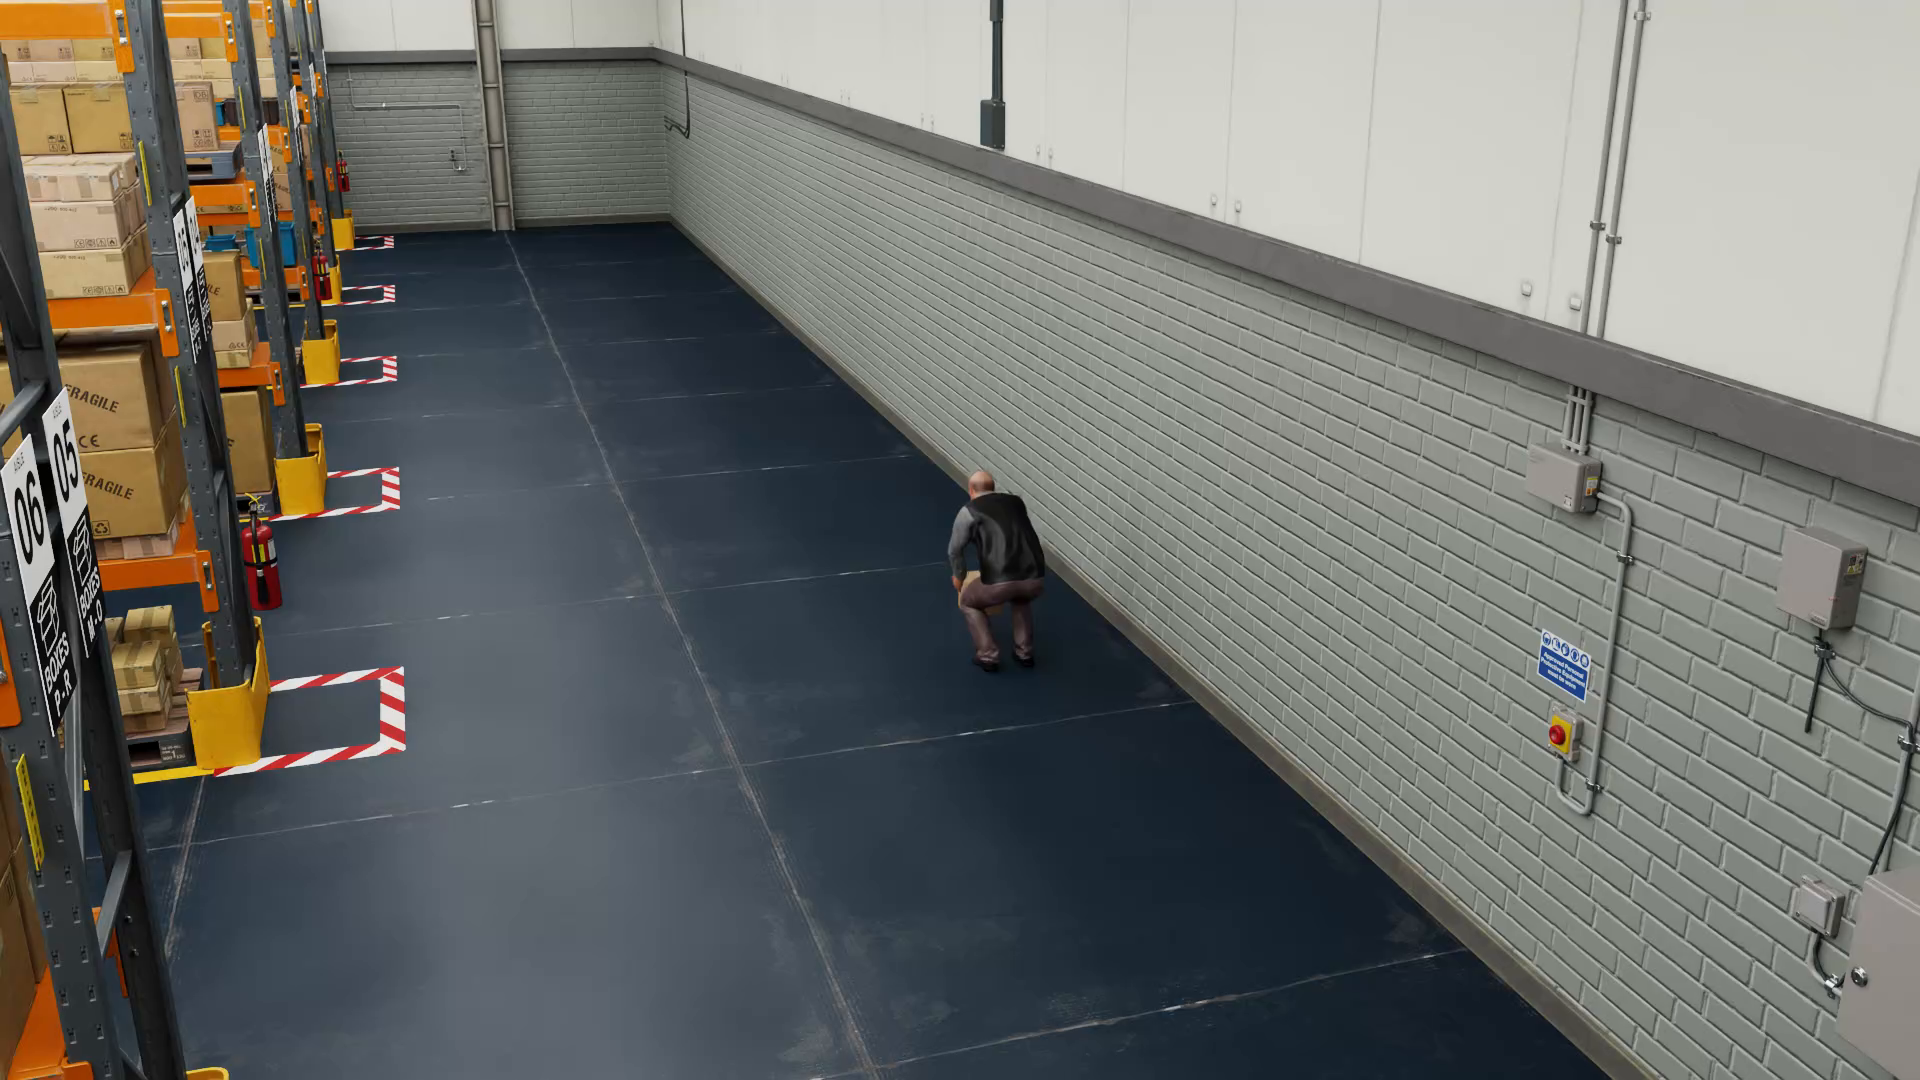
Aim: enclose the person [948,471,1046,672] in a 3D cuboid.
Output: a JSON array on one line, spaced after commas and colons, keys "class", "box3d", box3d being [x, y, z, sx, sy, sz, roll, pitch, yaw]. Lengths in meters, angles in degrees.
[{"class": "person", "box3d": [0.241, 0.223, 11.141, 0.586, 1.261, 0.779, -6, 20, -17]}]
